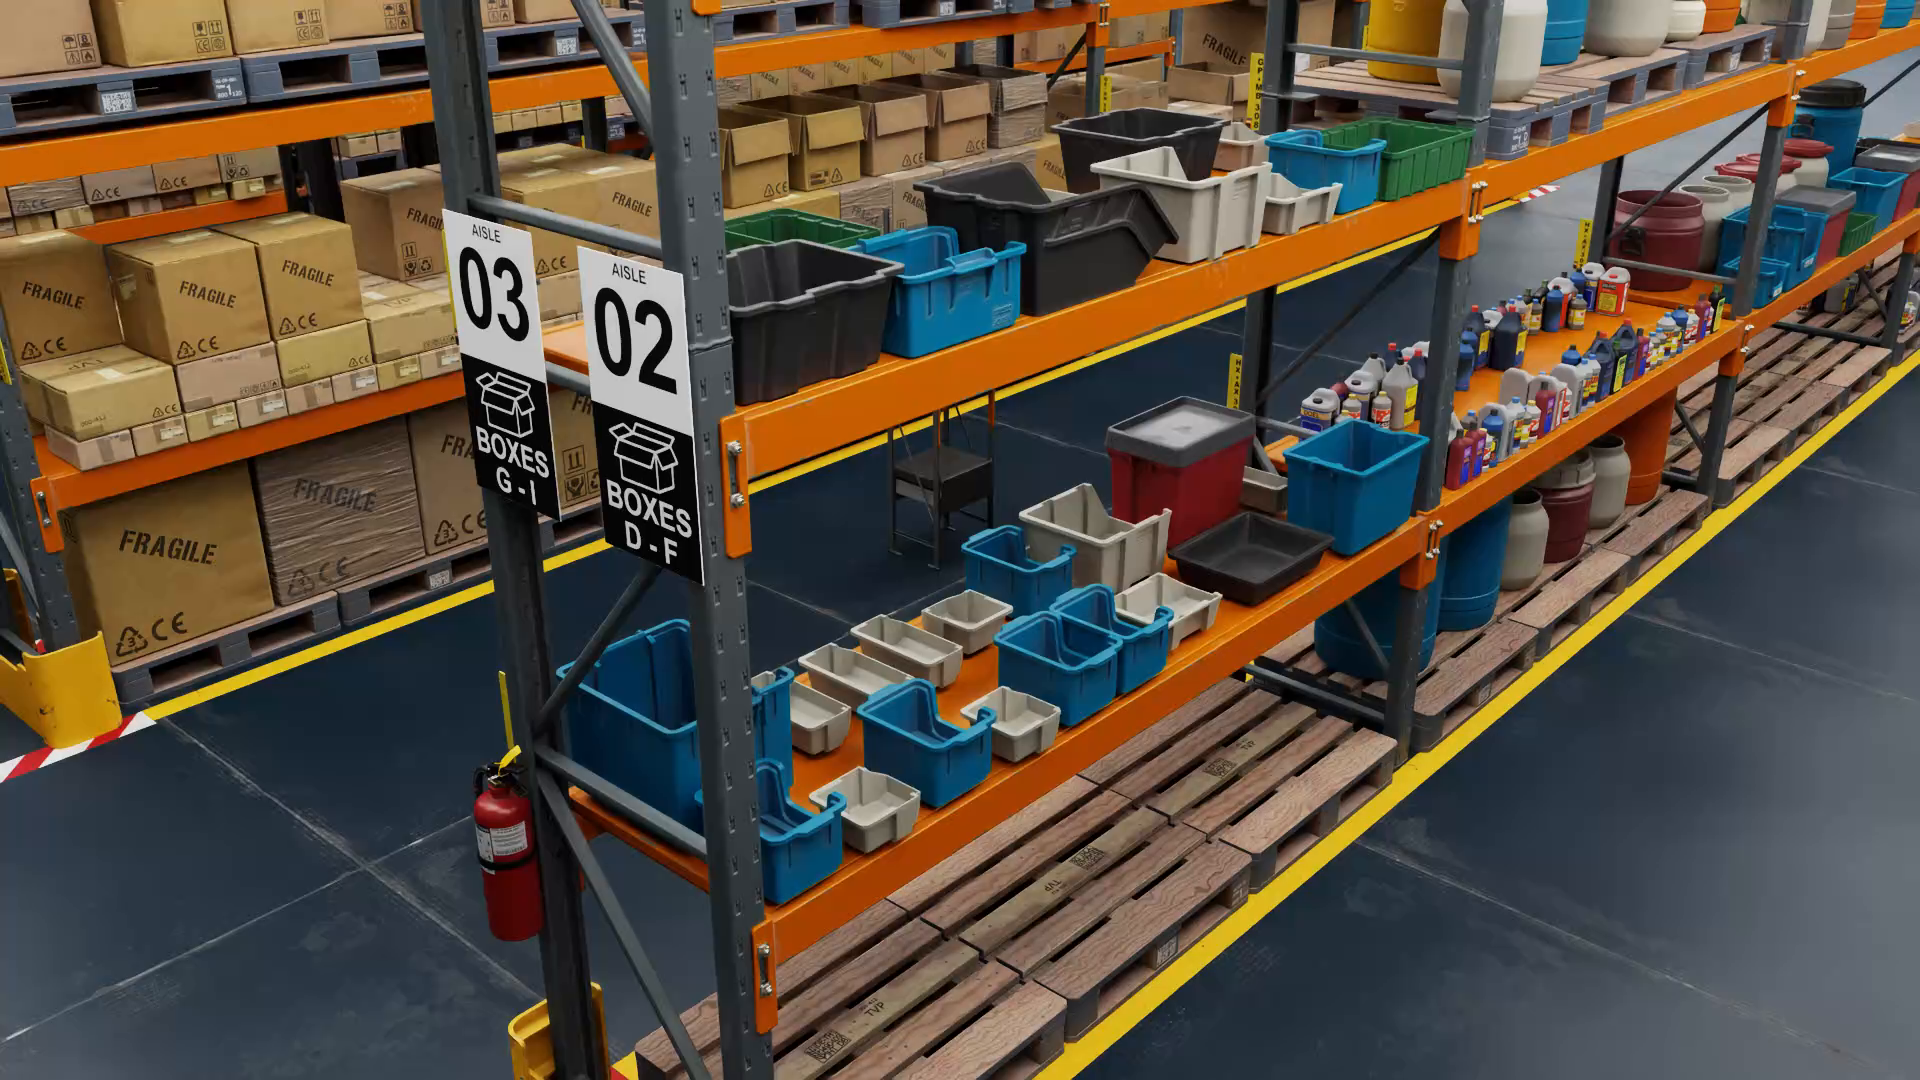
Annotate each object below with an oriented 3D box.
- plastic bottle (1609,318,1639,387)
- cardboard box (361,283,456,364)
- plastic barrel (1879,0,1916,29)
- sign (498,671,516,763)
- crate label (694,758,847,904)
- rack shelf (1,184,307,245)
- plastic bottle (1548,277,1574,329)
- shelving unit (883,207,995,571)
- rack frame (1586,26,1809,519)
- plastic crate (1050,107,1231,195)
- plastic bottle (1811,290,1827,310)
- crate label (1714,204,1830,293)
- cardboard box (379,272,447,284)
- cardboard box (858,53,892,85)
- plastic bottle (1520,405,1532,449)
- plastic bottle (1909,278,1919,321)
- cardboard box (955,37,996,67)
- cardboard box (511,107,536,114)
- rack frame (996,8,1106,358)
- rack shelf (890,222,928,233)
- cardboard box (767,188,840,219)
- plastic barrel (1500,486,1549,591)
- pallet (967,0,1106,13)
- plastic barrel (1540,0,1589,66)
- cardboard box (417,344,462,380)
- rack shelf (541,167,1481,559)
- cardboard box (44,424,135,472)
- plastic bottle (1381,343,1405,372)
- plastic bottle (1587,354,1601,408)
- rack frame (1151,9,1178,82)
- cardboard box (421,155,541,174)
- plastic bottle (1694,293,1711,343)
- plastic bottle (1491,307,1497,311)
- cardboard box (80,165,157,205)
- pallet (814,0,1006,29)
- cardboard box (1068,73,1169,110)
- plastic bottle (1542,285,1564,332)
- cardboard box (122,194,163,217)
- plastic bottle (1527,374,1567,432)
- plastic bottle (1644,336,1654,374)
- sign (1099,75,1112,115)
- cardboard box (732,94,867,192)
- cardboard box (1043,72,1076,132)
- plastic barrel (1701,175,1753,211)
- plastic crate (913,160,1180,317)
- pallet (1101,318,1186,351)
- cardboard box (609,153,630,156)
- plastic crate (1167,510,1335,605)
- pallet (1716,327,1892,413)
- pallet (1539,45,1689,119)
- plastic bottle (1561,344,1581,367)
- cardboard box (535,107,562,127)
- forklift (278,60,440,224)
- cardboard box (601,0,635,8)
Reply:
[{"bbox_3d":[3.532,-1.007,8.890,0.144,0.351,0.185,20,31,38],"label":"plastic bottle"},{"bbox_3d":[-3.097,-1.182,9.040,0.500,0.250,0.500,19,31,37],"label":"cardboard box"},{"bbox_3d":[6.004,-3.858,10.909,0.600,0.901,0.708,20,31,38],"label":"plastic barrel"},{"bbox_3d":[-1.375,0.563,5.128,0.100,0.325,0.005,20,31,38],"label":"sign"},{"bbox_3d":[-0.545,0.846,4.827,0.416,0.233,0.303,20,31,38],"label":"crate label"},{"bbox_3d":[-6.934,-2.236,12.450,1.077,0.370,4.000,20,31,38],"label":"rack shelf"},{"bbox_3d":[3.546,-1.413,9.888,0.152,0.276,0.135,20,31,38],"label":"plastic bottle"},{"bbox_3d":[-0.110,-0.908,9.708,0.431,2.100,0.503,20,31,38],"label":"shelving unit"},{"bbox_3d":[4.385,-1.655,10.274,1.000,3.000,0.127,20,31,38],"label":"rack frame"},{"bbox_3d":[0.682,-1.441,6.292,0.497,0.269,0.590,20,31,38],"label":"plastic crate"},{"bbox_3d":[7.270,-2.140,14.057,0.144,0.351,0.185,19,30,36],"label":"plastic bottle"},{"bbox_3d":[5.249,-1.900,10.777,0.502,0.435,0.616,20,31,38],"label":"crate label"},{"bbox_3d":[-3.159,-1.475,9.692,0.500,0.250,0.500,21,32,39],"label":"cardboard box"},{"bbox_3d":[-1.084,-5.117,17.873,0.500,0.500,0.500,21,31,38],"label":"cardboard box"},{"bbox_3d":[2.715,-0.551,8.056,0.097,0.201,0.097,0,24,0],"label":"plastic bottle"},{"bbox_3d":[7.902,-1.998,13.740,0.144,0.351,0.185,21,32,39],"label":"plastic bottle"},{"bbox_3d":[-0.023,-5.795,19.325,0.875,0.550,0.550,20,31,38],"label":"cardboard box"},{"bbox_3d":[-3.952,-3.858,14.618,0.380,0.149,0.250,19,31,37],"label":"cardboard box"},{"bbox_3d":[0.696,-3.007,13.290,1.000,3.000,0.127,20,31,38],"label":"rack frame"},{"bbox_3d":[-0.111,-1.534,9.427,0.431,0.518,0.480,20,31,38],"label":"rack shelf"},{"bbox_3d":[-1.145,-2.059,11.054,0.500,0.500,0.500,20,31,38],"label":"cardboard box"},{"bbox_3d":[3.007,-0.017,9.149,0.421,0.512,0.421,0,24,0],"label":"plastic barrel"},{"bbox_3d":[0.306,-4.079,12.245,1.213,0.211,1.003,22,32,40],"label":"pallet"},{"bbox_3d":[2.740,-2.787,8.007,0.600,0.901,0.708,20,31,38],"label":"plastic barrel"},{"bbox_3d":[-2.961,-1.022,9.171,0.380,0.149,0.250,21,31,38],"label":"cardboard box"},{"bbox_3d":[0.380,-0.867,5.730,1.077,0.370,4.000,20,31,38],"label":"rack shelf"},{"bbox_3d":[-4.160,-0.473,7.946,0.380,0.149,0.250,21,31,38],"label":"cardboard box"},{"bbox_3d":[2.208,-0.839,8.516,0.144,0.351,0.185,20,31,38],"label":"plastic bottle"},{"bbox_3d":[3.243,-0.825,8.580,0.097,0.271,0.097,0,24,0],"label":"plastic bottle"},{"bbox_3d":[2.409,-6.830,21.816,1.000,3.000,0.127,20,31,38],"label":"rack frame"},{"bbox_3d":[-2.818,-1.974,9.889,0.500,0.500,0.500,20,31,38],"label":"cardboard box"},{"bbox_3d":[4.278,-1.291,9.606,0.061,0.283,0.133,20,31,38],"label":"plastic bottle"},{"bbox_3d":[2.987,-1.173,9.356,0.097,0.271,0.097,0,24,0],"label":"plastic bottle"},{"bbox_3d":[-6.392,-2.821,12.390,0.500,0.500,0.500,20,31,37],"label":"cardboard box"},{"bbox_3d":[-0.438,-3.737,11.484,1.003,0.211,1.213,22,32,40],"label":"pallet"},{"bbox_3d":[1.325,-3.617,14.015,0.500,0.500,0.700,-19,30,-36],"label":"cardboard box"},{"bbox_3d":[3.494,-1.367,9.790,0.097,0.271,0.097,0,24,0],"label":"plastic bottle"},{"bbox_3d":[-6.279,-2.572,12.627,0.380,0.149,0.250,19,30,35],"label":"cardboard box"},{"bbox_3d":[2.926,-0.698,8.293,0.152,0.276,0.135,20,31,38],"label":"plastic bottle"},{"bbox_3d":[3.733,-1.016,9.093,0.097,0.201,0.097,0,24,0],"label":"plastic bottle"},{"bbox_3d":[1.112,-3.385,12.718,0.100,0.325,0.005,20,31,38],"label":"sign"},{"bbox_3d":[-1.087,-2.695,11.245,0.797,0.503,0.637,21,31,38],"label":"cardboard box"},{"bbox_3d":[0.810,-5.281,20.446,0.875,0.875,0.875,20,31,38],"label":"cardboard box"},{"bbox_3d":[5.193,-2.206,11.366,0.421,0.512,0.421,0,24,0],"label":"plastic barrel"},{"bbox_3d":[0.270,-0.948,5.108,0.504,0.338,0.767,20,31,38],"label":"plastic crate"},{"bbox_3d":[1.219,-1.972,14.391,1.003,0.211,1.213,20,31,38],"label":"pallet"},{"bbox_3d":[-3.570,-3.641,16.331,0.500,0.250,0.500,18,30,35],"label":"cardboard box"},{"bbox_3d":[1.168,0.077,6.676,0.437,0.125,0.590,20,31,38],"label":"plastic crate"},{"bbox_3d":[6.559,-1.351,13.005,1.003,0.211,1.213,20,31,38],"label":"pallet"},{"bbox_3d":[2.920,-2.330,8.346,1.003,0.211,1.213,20,31,38],"label":"pallet"},{"bbox_3d":[3.201,-0.894,8.734,0.097,0.271,0.097,0,24,0],"label":"plastic bottle"},{"bbox_3d":[-3.777,-3.804,14.862,0.380,0.149,0.250,21,32,39],"label":"cardboard box"},{"bbox_3d":[-4.402,-2.483,12.206,1.130,2.935,3.031,-14,28,-28],"label":"forklift"},{"bbox_3d":[-4.481,-6.950,21.085,0.500,0.500,0.500,20,31,38],"label":"cardboard box"}]
